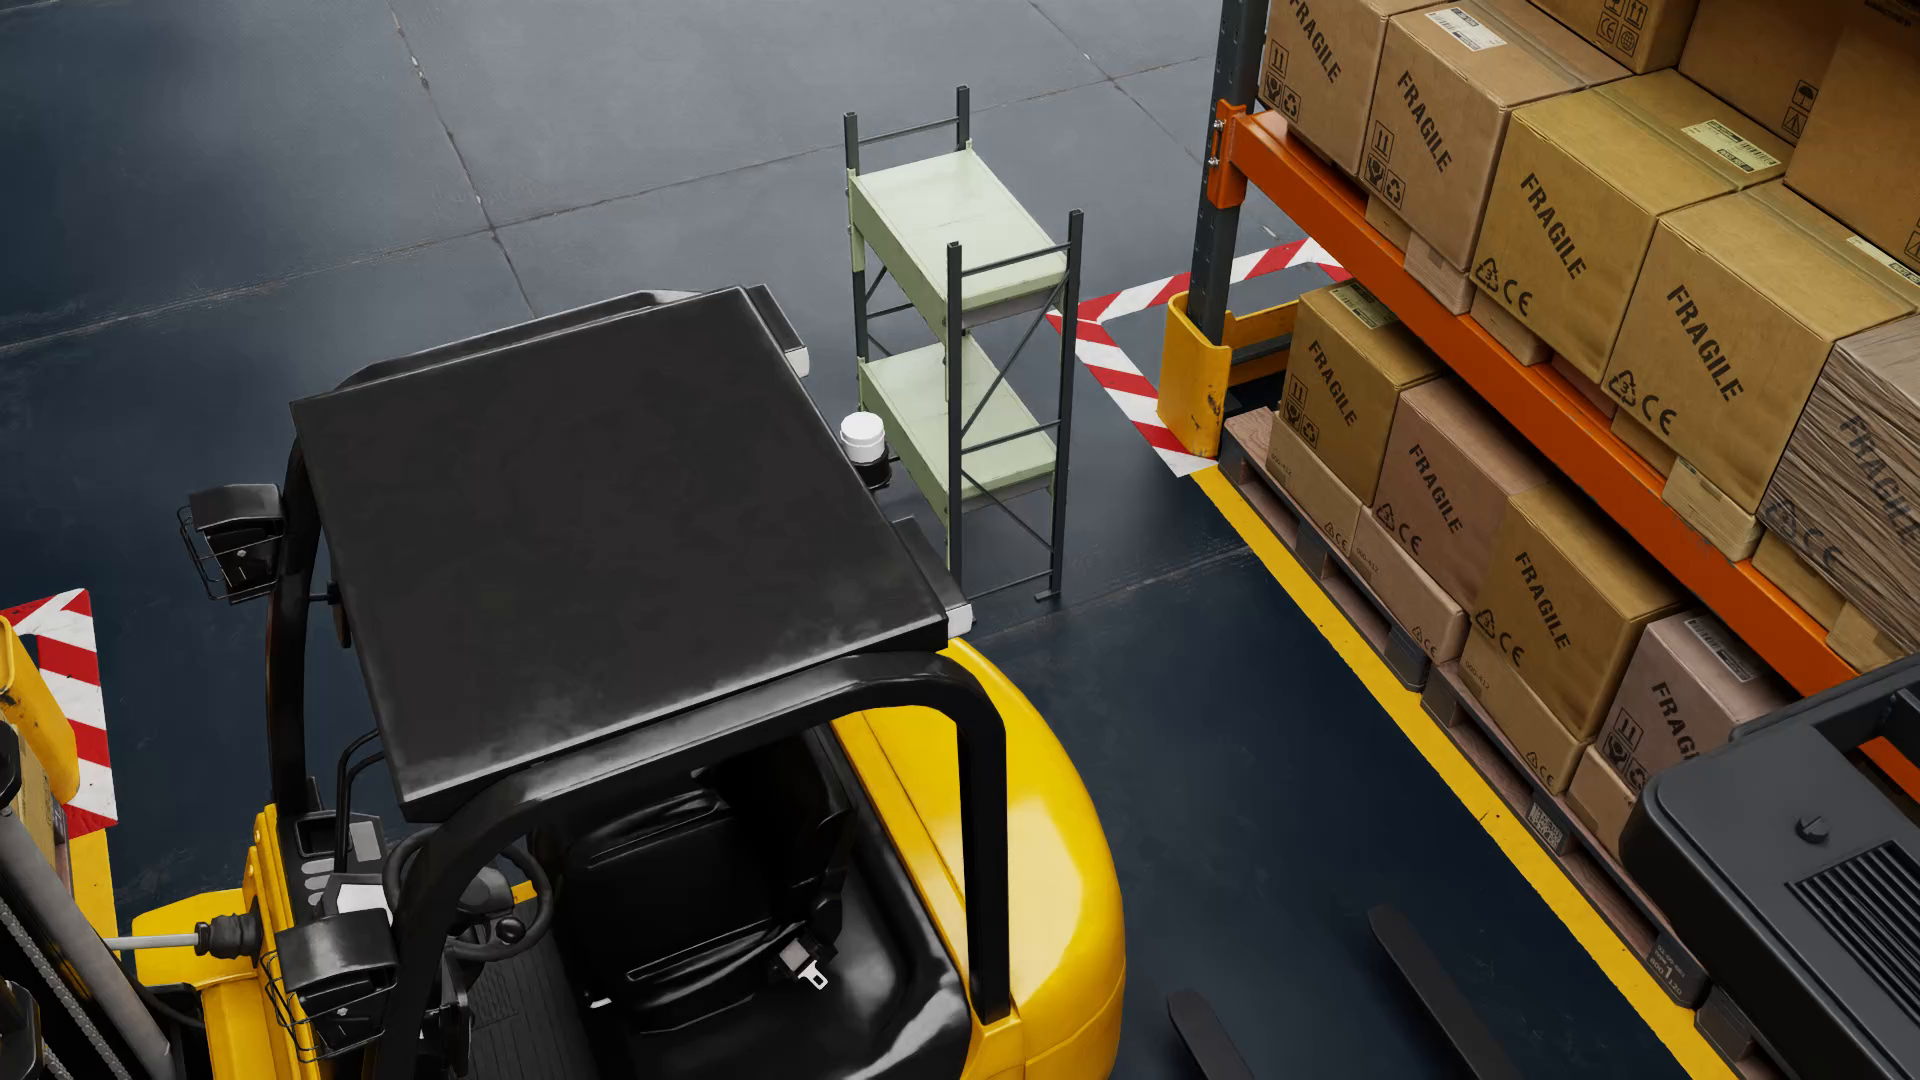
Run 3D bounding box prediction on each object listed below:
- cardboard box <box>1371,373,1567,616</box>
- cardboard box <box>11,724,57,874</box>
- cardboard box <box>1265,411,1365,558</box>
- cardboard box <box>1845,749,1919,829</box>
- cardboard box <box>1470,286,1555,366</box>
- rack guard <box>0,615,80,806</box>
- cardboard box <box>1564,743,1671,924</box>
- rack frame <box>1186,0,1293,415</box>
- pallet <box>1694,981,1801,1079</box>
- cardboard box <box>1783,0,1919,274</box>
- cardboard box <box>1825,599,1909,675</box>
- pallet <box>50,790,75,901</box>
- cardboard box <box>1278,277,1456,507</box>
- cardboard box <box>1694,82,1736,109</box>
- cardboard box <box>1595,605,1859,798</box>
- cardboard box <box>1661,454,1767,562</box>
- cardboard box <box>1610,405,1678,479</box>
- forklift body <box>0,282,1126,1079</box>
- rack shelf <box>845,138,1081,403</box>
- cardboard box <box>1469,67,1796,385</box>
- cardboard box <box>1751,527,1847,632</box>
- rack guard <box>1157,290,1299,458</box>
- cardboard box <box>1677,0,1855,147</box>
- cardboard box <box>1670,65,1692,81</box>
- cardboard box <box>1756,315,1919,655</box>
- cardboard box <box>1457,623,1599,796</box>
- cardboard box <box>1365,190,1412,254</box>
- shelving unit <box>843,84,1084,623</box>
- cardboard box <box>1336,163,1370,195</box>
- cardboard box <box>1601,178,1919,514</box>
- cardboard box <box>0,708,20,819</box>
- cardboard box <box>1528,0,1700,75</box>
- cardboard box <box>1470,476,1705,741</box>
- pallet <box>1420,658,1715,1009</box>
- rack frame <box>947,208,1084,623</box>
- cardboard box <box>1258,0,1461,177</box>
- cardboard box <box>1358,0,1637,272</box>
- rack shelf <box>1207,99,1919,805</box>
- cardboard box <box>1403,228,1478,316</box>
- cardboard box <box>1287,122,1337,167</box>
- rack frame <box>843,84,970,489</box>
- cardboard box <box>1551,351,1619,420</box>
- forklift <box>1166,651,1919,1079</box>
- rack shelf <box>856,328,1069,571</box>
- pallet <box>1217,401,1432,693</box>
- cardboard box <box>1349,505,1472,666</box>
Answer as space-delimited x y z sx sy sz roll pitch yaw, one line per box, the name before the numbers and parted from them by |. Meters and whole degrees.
cardboard box | 1.609 -0.177 4.918 0.500 0.500 0.500 -20 48 -19
cardboard box | -2.731 0.822 4.440 0.500 0.250 0.500 -18 47 -17
cardboard box | 1.375 -0.257 5.533 0.500 0.250 0.500 -18 48 -18
cardboard box | 2.261 0.808 3.920 0.500 0.500 0.500 -17 47 -17
cardboard box | 1.603 -0.635 4.437 0.380 0.149 0.250 -17 47 -16
rack guard | -3.225 0.661 4.724 1.175 0.500 0.348 -18 47 -17
cardboard box | 2.034 0.737 4.526 0.500 0.250 0.500 -17 47 -17
rack frame | 1.287 -1.682 5.319 1.000 3.000 0.127 -18 47 -17
pallet | 2.654 1.442 4.138 1.003 0.211 1.213 -18 47 -17
cardboard box | 2.297 -0.940 3.572 0.700 0.500 0.500 -18 47 -18
cardboard box | 2.127 0.195 3.595 0.380 0.149 0.250 -19 48 -18
pallet | -2.856 1.254 4.329 1.003 0.211 1.213 -18 47 -17
cardboard box | 1.385 -0.509 5.255 0.500 0.500 0.500 -20 48 -19
cardboard box | 2.178 -0.918 4.262 0.500 0.500 0.500 -18 47 -18
cardboard box | 2.045 0.483 4.249 0.500 0.500 0.500 -16 47 -15
cardboard box | 1.905 -0.130 3.925 0.380 0.149 0.250 -18 47 -17
cardboard box | 1.853 -0.307 4.105 0.380 0.149 0.250 -19 48 -18
forklift body | -0.763 0.758 3.450 2.313 2.155 1.214 -18 47 -17
rack shelf | -0.003 -0.816 4.953 0.431 0.370 0.720 -18 47 -17
cardboard box | 1.670 -0.786 4.128 0.500 0.500 0.500 -19 48 -18
cardboard box | 2.046 0.023 3.769 0.380 0.149 0.250 -19 48 -18
rack guard | 1.319 -0.744 6.148 1.175 0.500 0.348 -18 47 -17
cardboard box | 2.213 -1.299 3.936 0.700 0.500 0.500 -19 48 -18
cardboard box | 1.971 -1.238 4.586 0.500 0.500 0.500 -18 47 -17
cardboard box | 2.111 -0.139 3.473 0.500 0.500 0.500 -17 47 -16
cardboard box | 1.824 0.415 4.853 0.500 0.250 0.500 -15 47 -15
cardboard box | 1.399 -0.965 4.771 0.380 0.149 0.250 -19 48 -19
shelving unit | -0.003 -0.538 5.228 0.431 1.500 0.755 -18 47 -17
cardboard box | 1.361 -1.158 4.967 0.380 0.149 0.250 -17 47 -17
cardboard box | 1.891 -0.464 3.802 0.500 0.500 0.500 -19 48 -18
cardboard box | -2.727 0.656 4.253 0.500 0.250 0.500 -19 48 -18
cardboard box | 1.906 -1.593 4.234 0.700 0.500 0.500 -18 47 -17
cardboard box | 1.813 0.145 4.592 0.500 0.500 0.500 -17 47 -17
pallet | 2.137 0.664 4.927 1.003 0.211 1.213 -18 47 -17
rack frame | 0.151 -0.305 4.991 0.400 1.500 0.023 -18 47 -17
cardboard box | 1.234 -1.440 4.790 0.500 0.500 0.500 -19 48 -18
cardboard box | 1.455 -1.110 4.457 0.500 0.500 0.500 -17 47 -16
rack shelf | 2.128 -0.151 4.280 1.077 0.370 4.000 -18 47 -17
cardboard box | 1.464 -0.790 4.594 0.380 0.149 0.250 -17 47 -17
cardboard box | 1.242 -1.315 5.126 0.380 0.149 0.250 -18 47 -17
rack frame | -0.157 -0.771 5.464 0.400 1.500 0.023 -18 47 -17
cardboard box | 1.769 -0.484 4.284 0.380 0.149 0.250 -17 47 -16
forklift | 1.449 1.152 2.496 1.130 2.935 3.031 -17 47 -17
rack shelf | -0.003 -0.306 5.457 0.431 0.370 0.720 -18 47 -17
pallet | 1.628 -0.113 5.714 1.003 0.211 1.213 -18 47 -17
cardboard box | 1.583 0.071 5.201 0.500 0.250 0.500 -16 47 -16
